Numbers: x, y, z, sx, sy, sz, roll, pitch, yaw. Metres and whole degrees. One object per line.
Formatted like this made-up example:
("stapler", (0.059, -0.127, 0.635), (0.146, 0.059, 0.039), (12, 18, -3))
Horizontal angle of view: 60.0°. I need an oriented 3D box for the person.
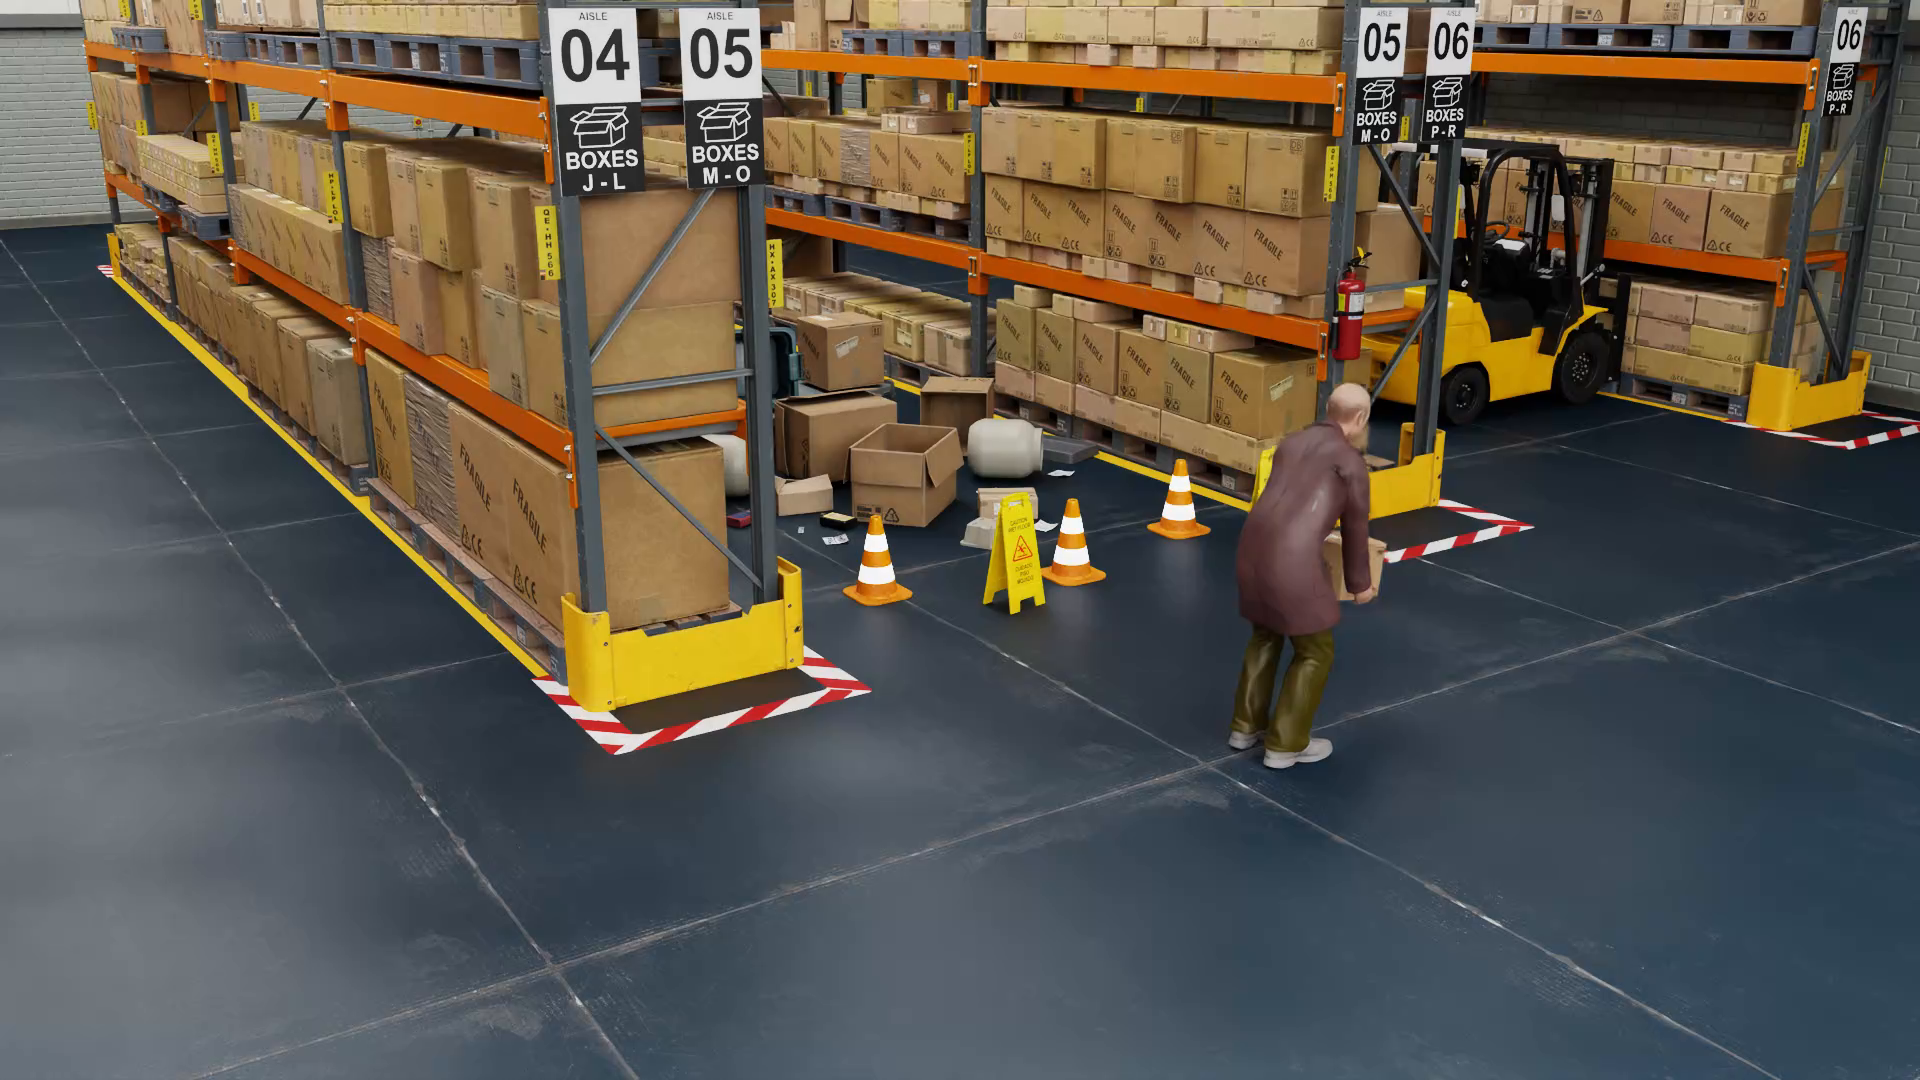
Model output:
("person", (1.488, 0.227, 7.328), (0.570, 1.504, 0.546), (-12, 21, -33))
